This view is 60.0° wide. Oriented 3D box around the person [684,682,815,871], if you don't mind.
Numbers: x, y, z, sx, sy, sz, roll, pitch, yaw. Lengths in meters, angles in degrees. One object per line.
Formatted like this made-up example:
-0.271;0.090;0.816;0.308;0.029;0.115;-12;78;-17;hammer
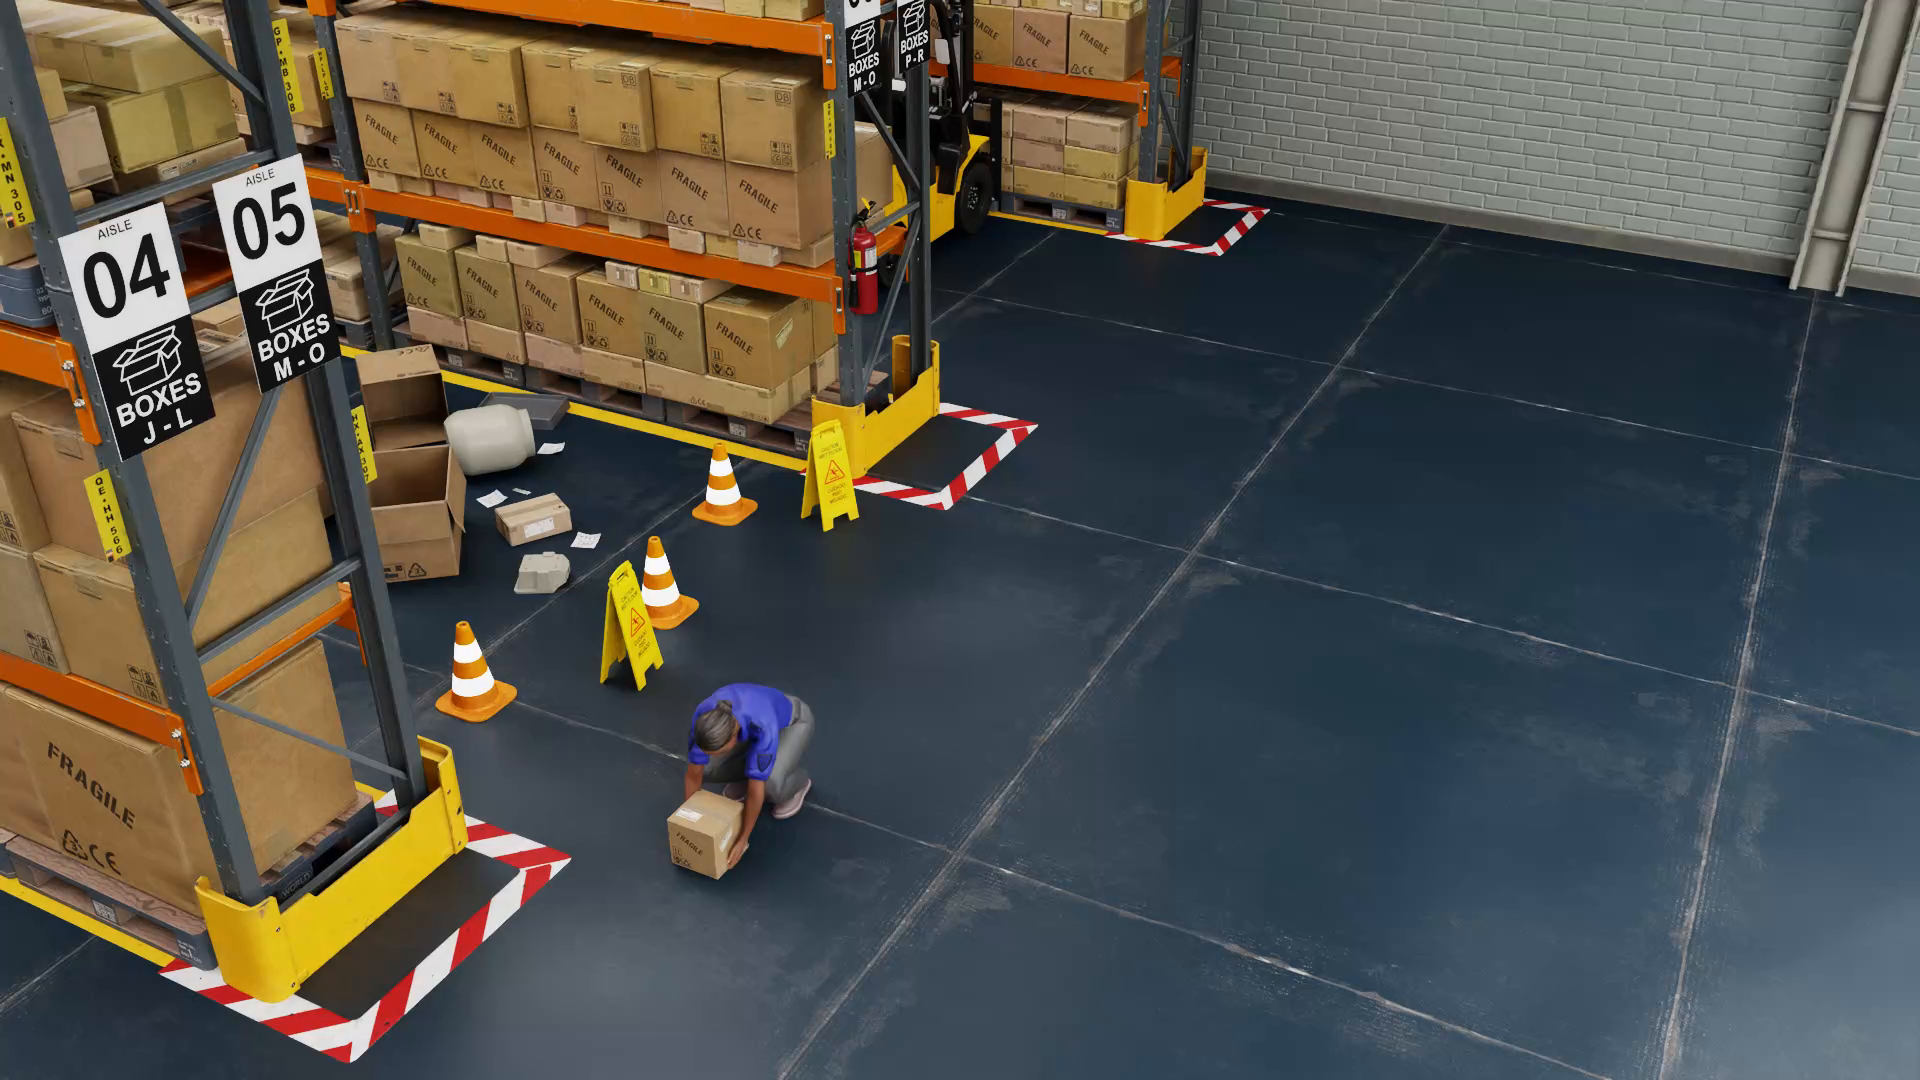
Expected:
-0.976;0.955;7.553;0.480;0.802;0.786;15;33;23;person
